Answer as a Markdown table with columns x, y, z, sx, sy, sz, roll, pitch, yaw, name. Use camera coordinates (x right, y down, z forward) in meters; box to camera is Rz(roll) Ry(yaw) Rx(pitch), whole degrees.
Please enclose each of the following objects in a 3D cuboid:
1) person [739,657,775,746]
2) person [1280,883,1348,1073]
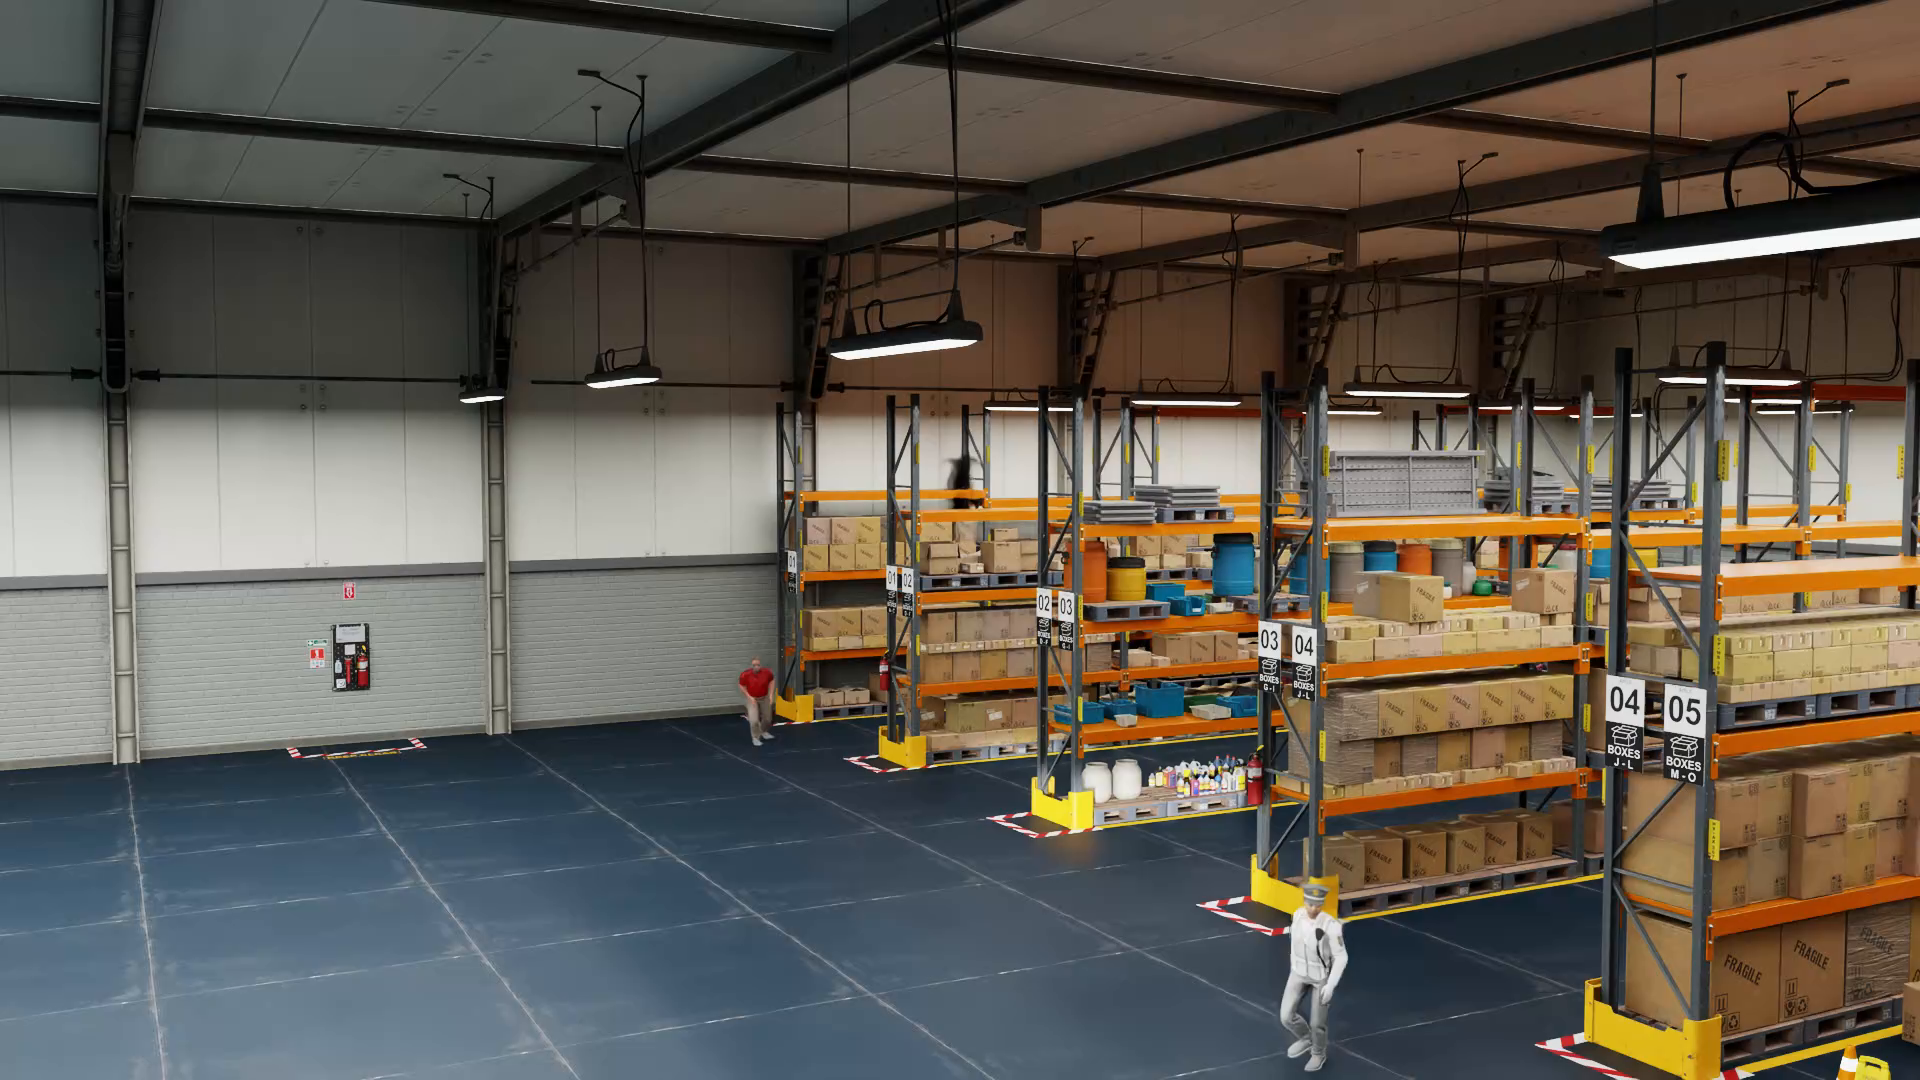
| x | y | z | sx | sy | sz | roll | pitch | yaw | name |
| --- | --- | --- | --- | --- | --- | --- | --- | --- | --- |
| -3.494 | 2.763 | 28.683 | 0.668 | 1.570 | 0.878 | -1 | 3 | -18 | person |
| 2.911 | 3.589 | 13.617 | 0.608 | 1.627 | 0.611 | 2 | 4 | 35 | person |
